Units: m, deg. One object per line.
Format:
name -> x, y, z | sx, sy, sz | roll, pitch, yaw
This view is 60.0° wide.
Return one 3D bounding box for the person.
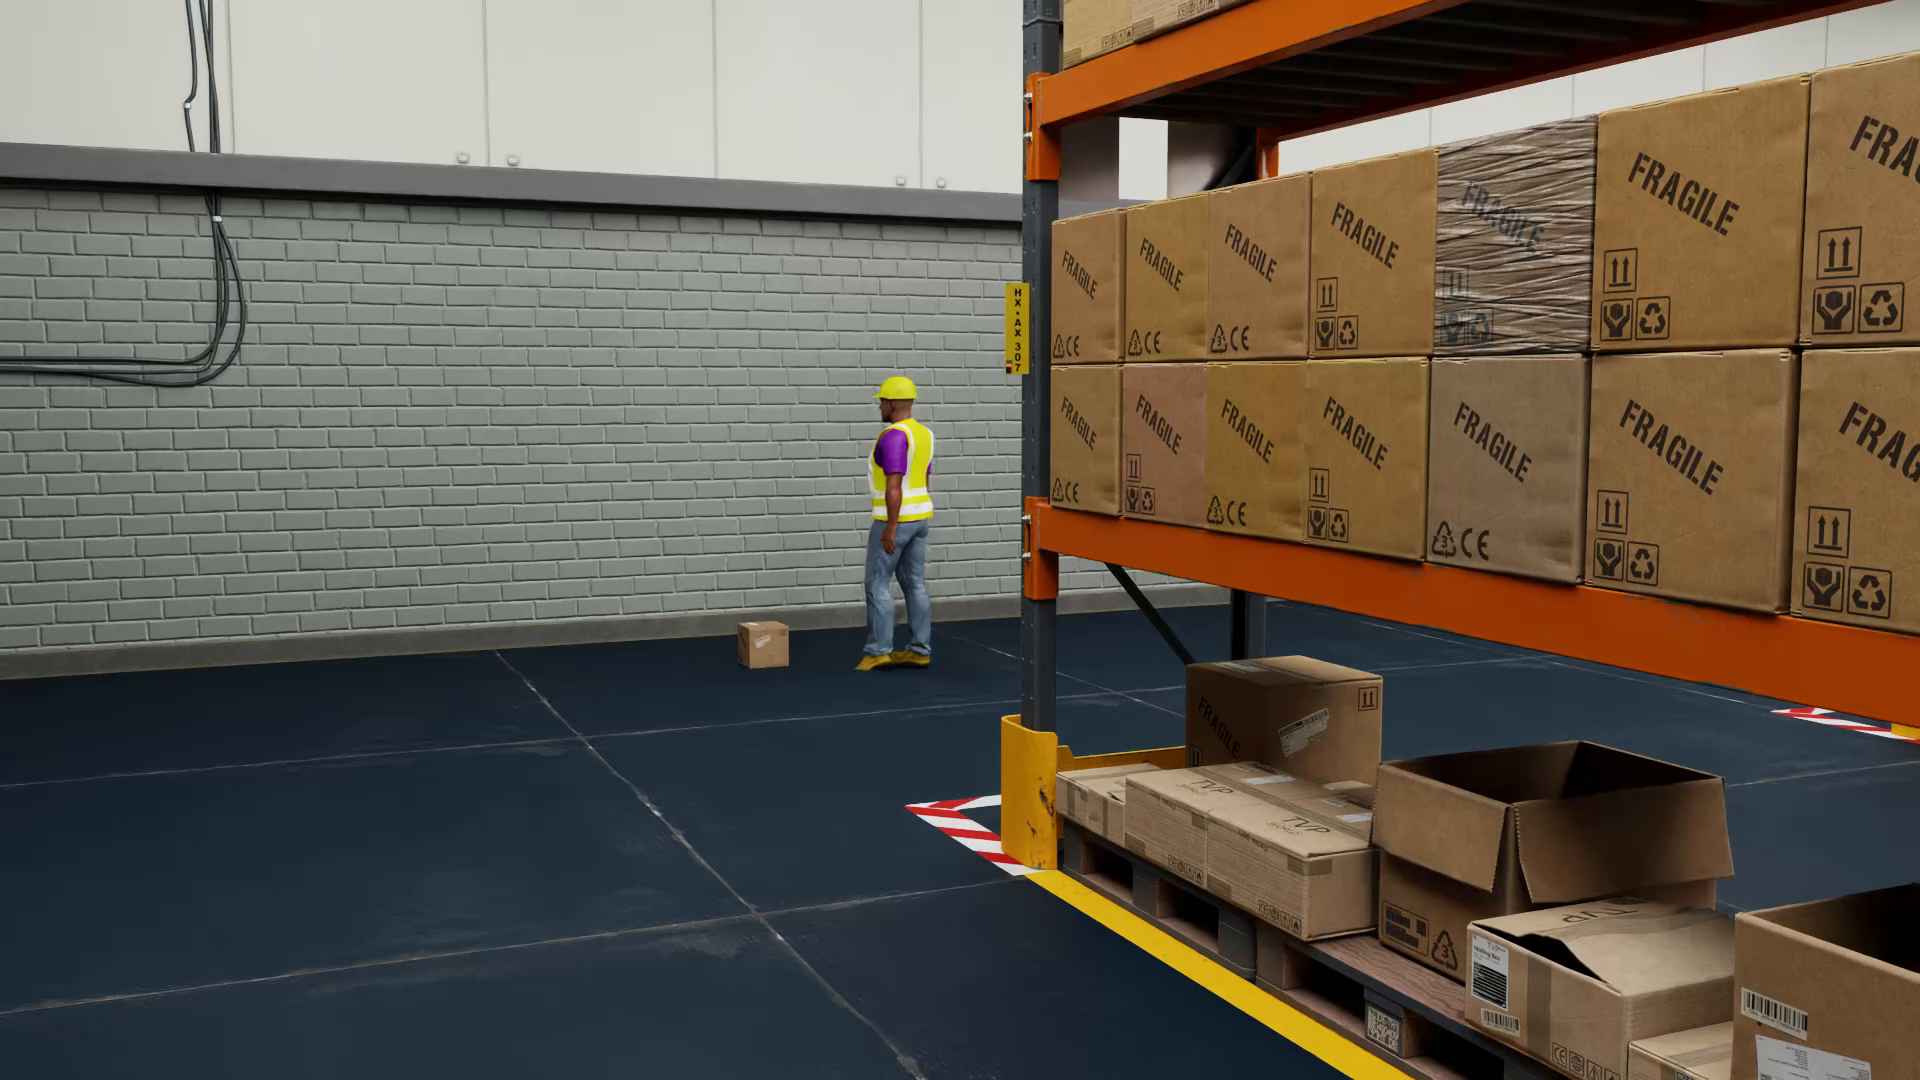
person -> -0.393, -0.071, 10.187 | 0.481, 1.848, 0.585 | 3, 6, 27
